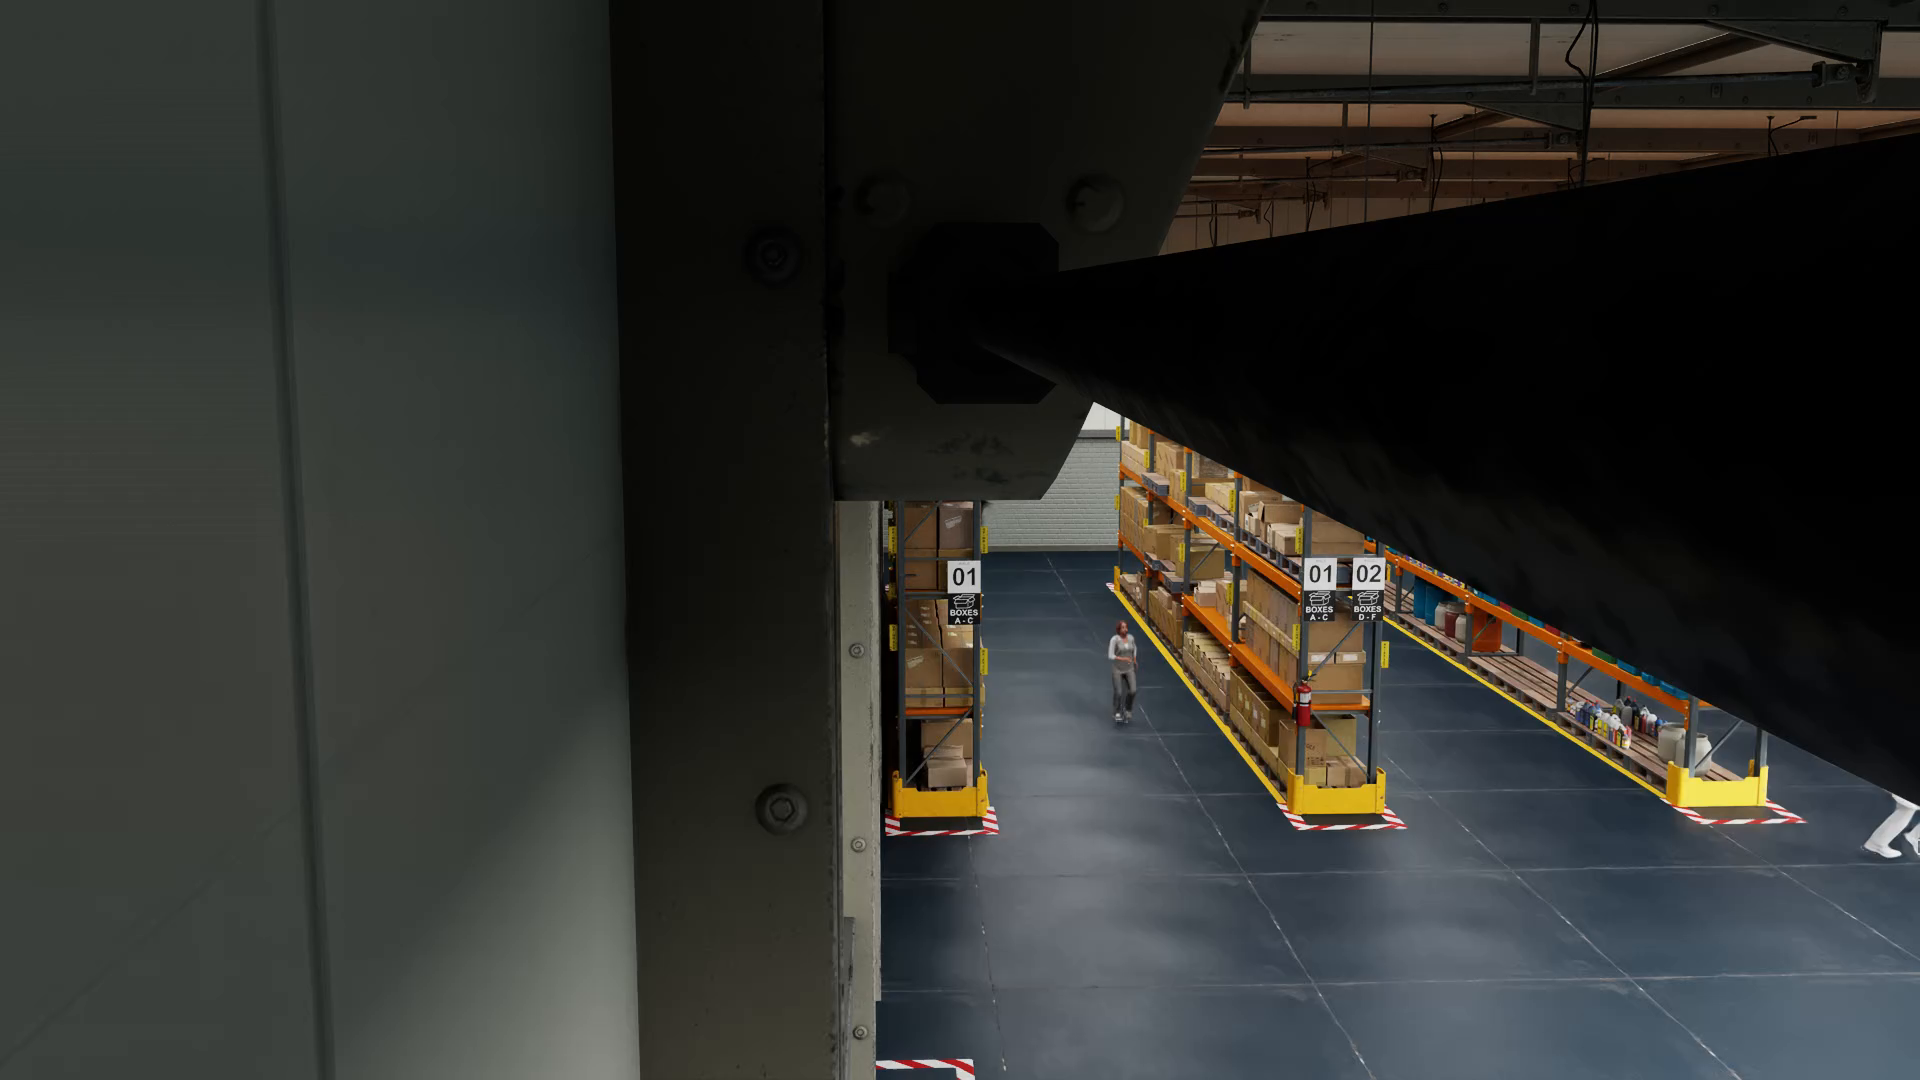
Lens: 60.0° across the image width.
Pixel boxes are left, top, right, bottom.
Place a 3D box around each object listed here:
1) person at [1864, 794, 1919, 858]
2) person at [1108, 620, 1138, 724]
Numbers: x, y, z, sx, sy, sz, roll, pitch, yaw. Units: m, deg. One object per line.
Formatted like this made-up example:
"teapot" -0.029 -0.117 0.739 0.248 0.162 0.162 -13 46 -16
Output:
"person" 10.818 2.768 18.779 0.941 1.775 0.728 6 10 35
"person" 2.453 1.976 24.839 0.510 1.572 0.644 -2 8 -12
